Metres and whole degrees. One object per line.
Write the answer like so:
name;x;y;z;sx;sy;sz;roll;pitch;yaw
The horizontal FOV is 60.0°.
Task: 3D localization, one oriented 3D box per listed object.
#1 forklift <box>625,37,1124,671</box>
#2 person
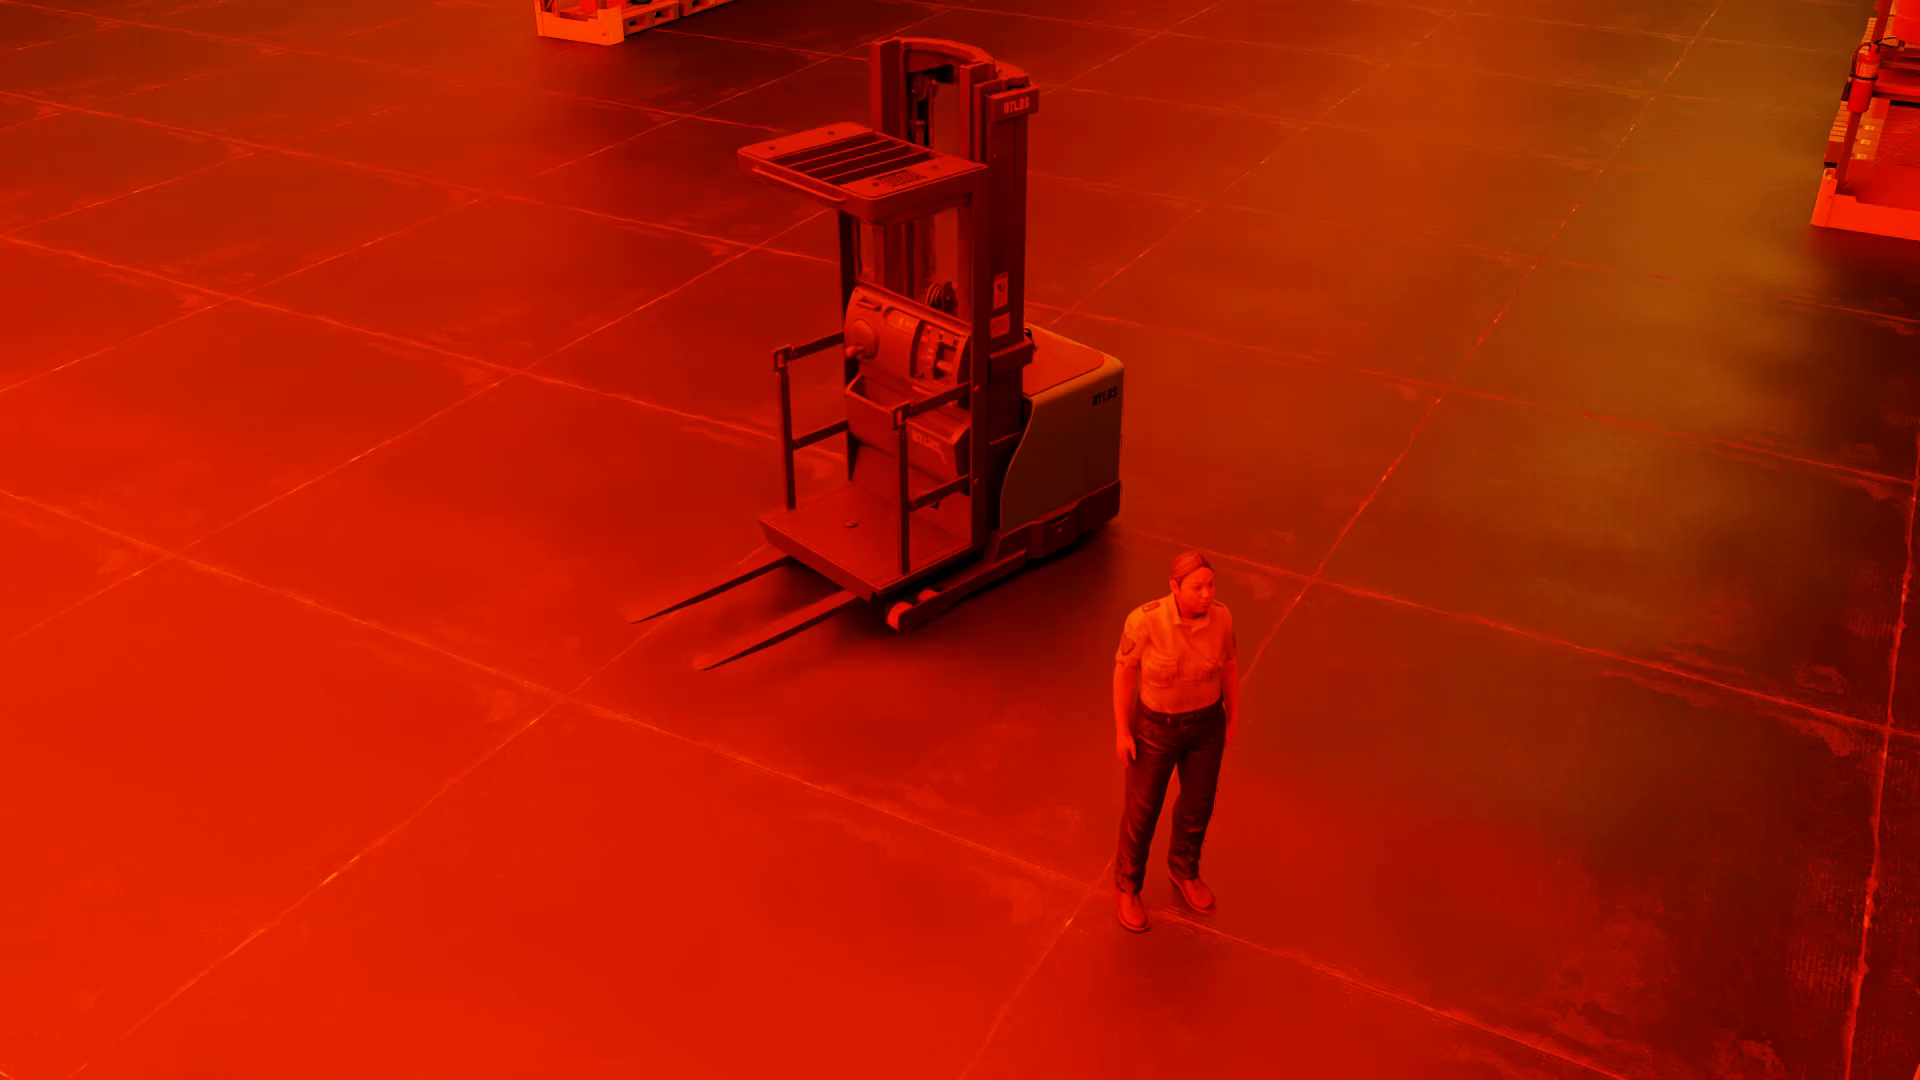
forklift;-0.449;-1.054;8.898;3.031;2.935;1.130;-25;38;-36
person;0.923;0.830;6.922;0.563;1.664;0.462;-8;31;-13
